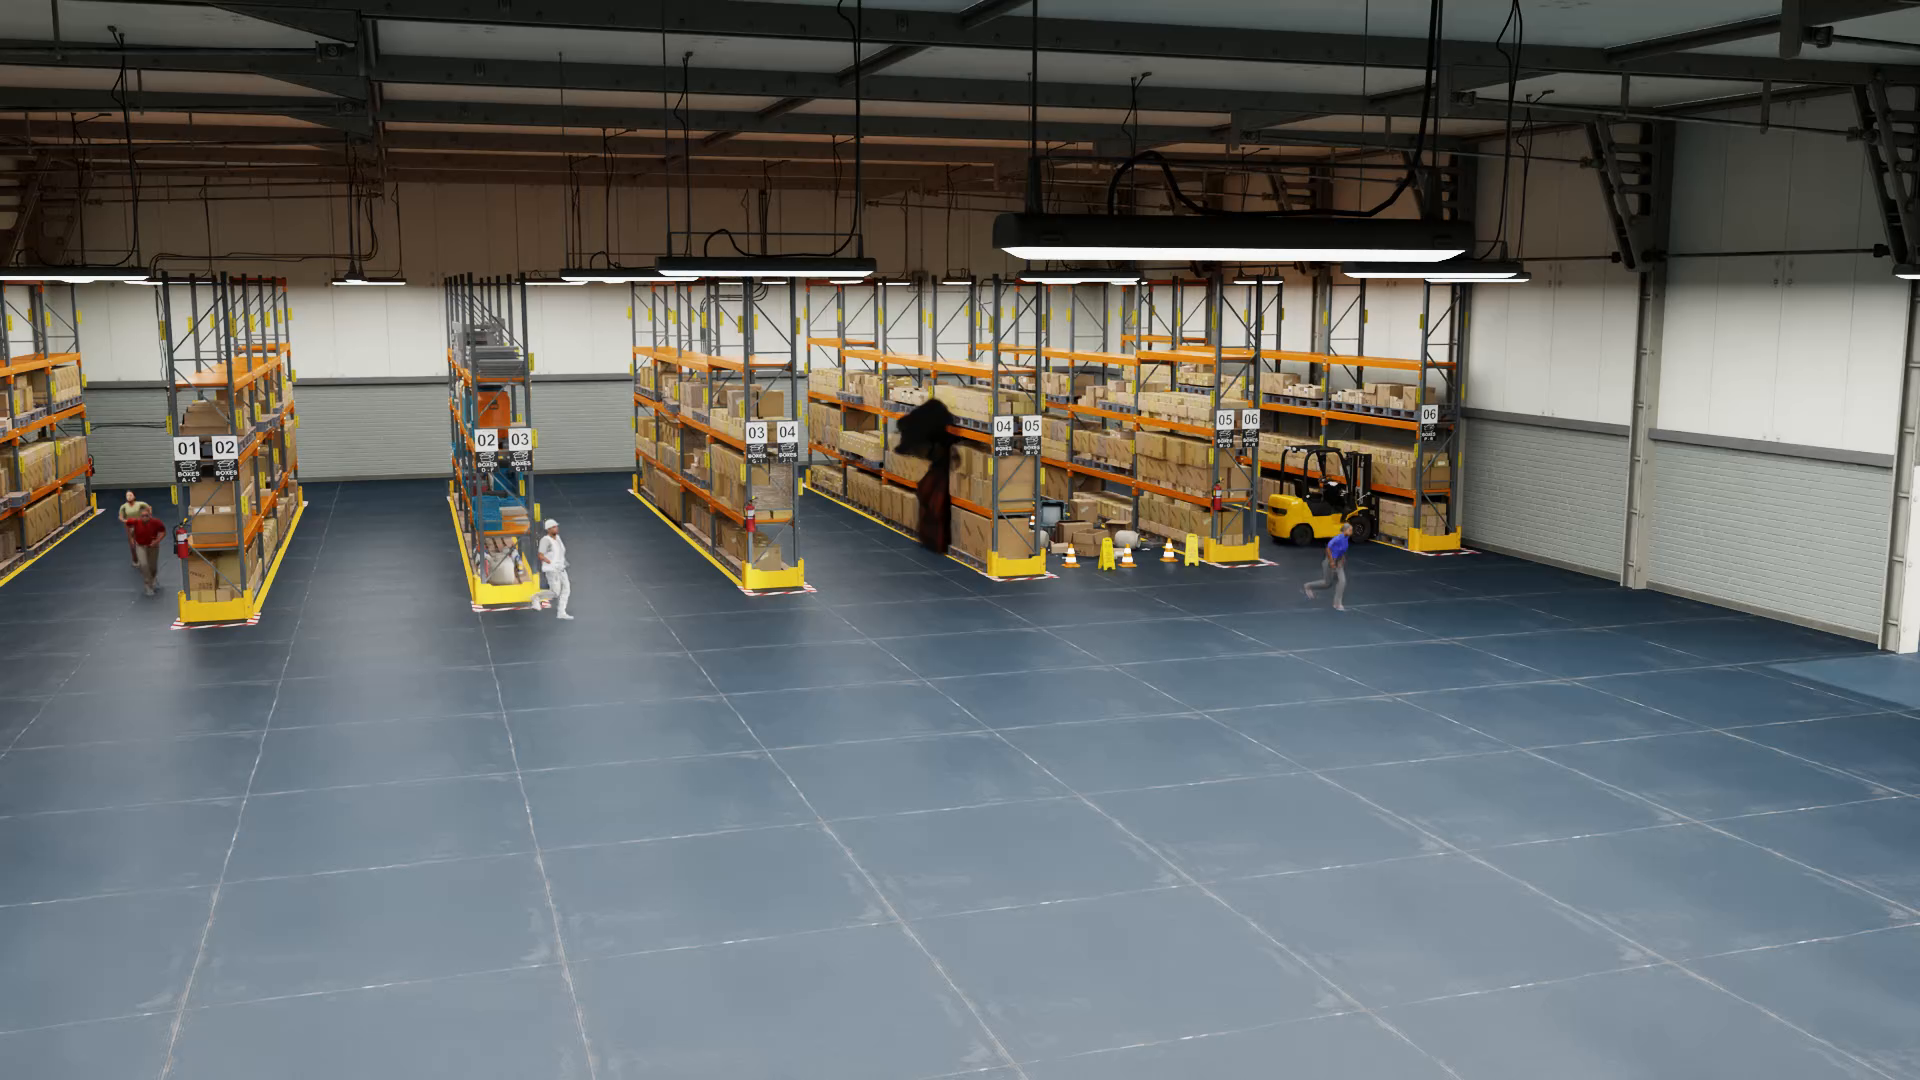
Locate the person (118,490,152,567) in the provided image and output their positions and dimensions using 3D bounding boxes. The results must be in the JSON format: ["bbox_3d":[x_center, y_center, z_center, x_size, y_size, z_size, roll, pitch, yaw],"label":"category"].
[{"bbox_3d":[-16.864,-0.219,34.017,0.588,1.620,0.773,-2,9,-16],"label":"person"}]

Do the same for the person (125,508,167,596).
[{"bbox_3d":[-15.401,0.198,31.529,0.705,1.695,1.008,-4,9,-23],"label":"person"}]

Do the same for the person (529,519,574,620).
[{"bbox_3d":[-7.113,0.512,28.955,0.779,1.760,0.693,2,9,14],"label":"person"}]

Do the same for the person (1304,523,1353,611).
[{"bbox_3d":[6.662,0.459,29.992,0.877,1.614,0.583,6,10,34],"label":"person"}]
